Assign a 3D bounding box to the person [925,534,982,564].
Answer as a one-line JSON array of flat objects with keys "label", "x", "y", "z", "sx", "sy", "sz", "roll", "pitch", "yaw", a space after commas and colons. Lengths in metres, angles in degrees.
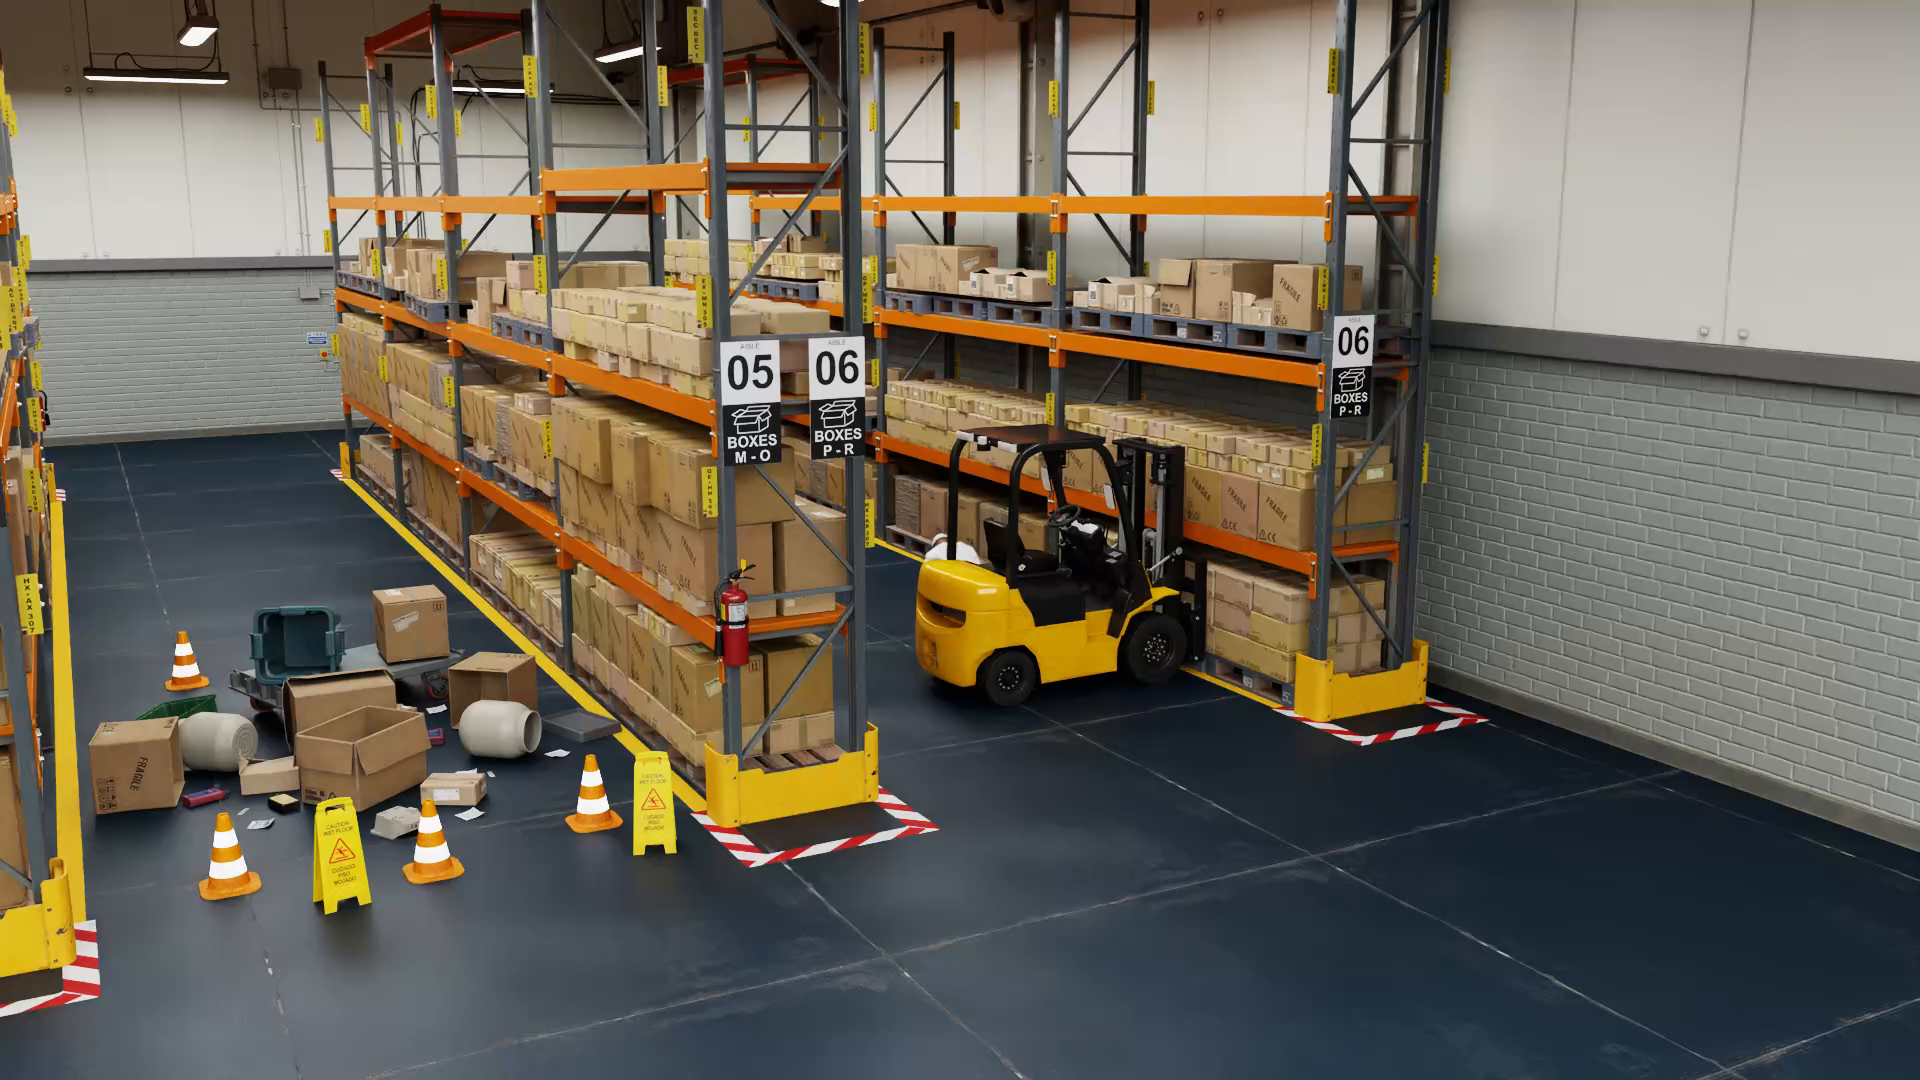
[{"label": "person", "x": -0.063, "y": 0.431, "z": 16.399, "sx": 0.534, "sy": 0.869, "sz": 0.942, "roll": -3, "pitch": 12, "yaw": -16}]
